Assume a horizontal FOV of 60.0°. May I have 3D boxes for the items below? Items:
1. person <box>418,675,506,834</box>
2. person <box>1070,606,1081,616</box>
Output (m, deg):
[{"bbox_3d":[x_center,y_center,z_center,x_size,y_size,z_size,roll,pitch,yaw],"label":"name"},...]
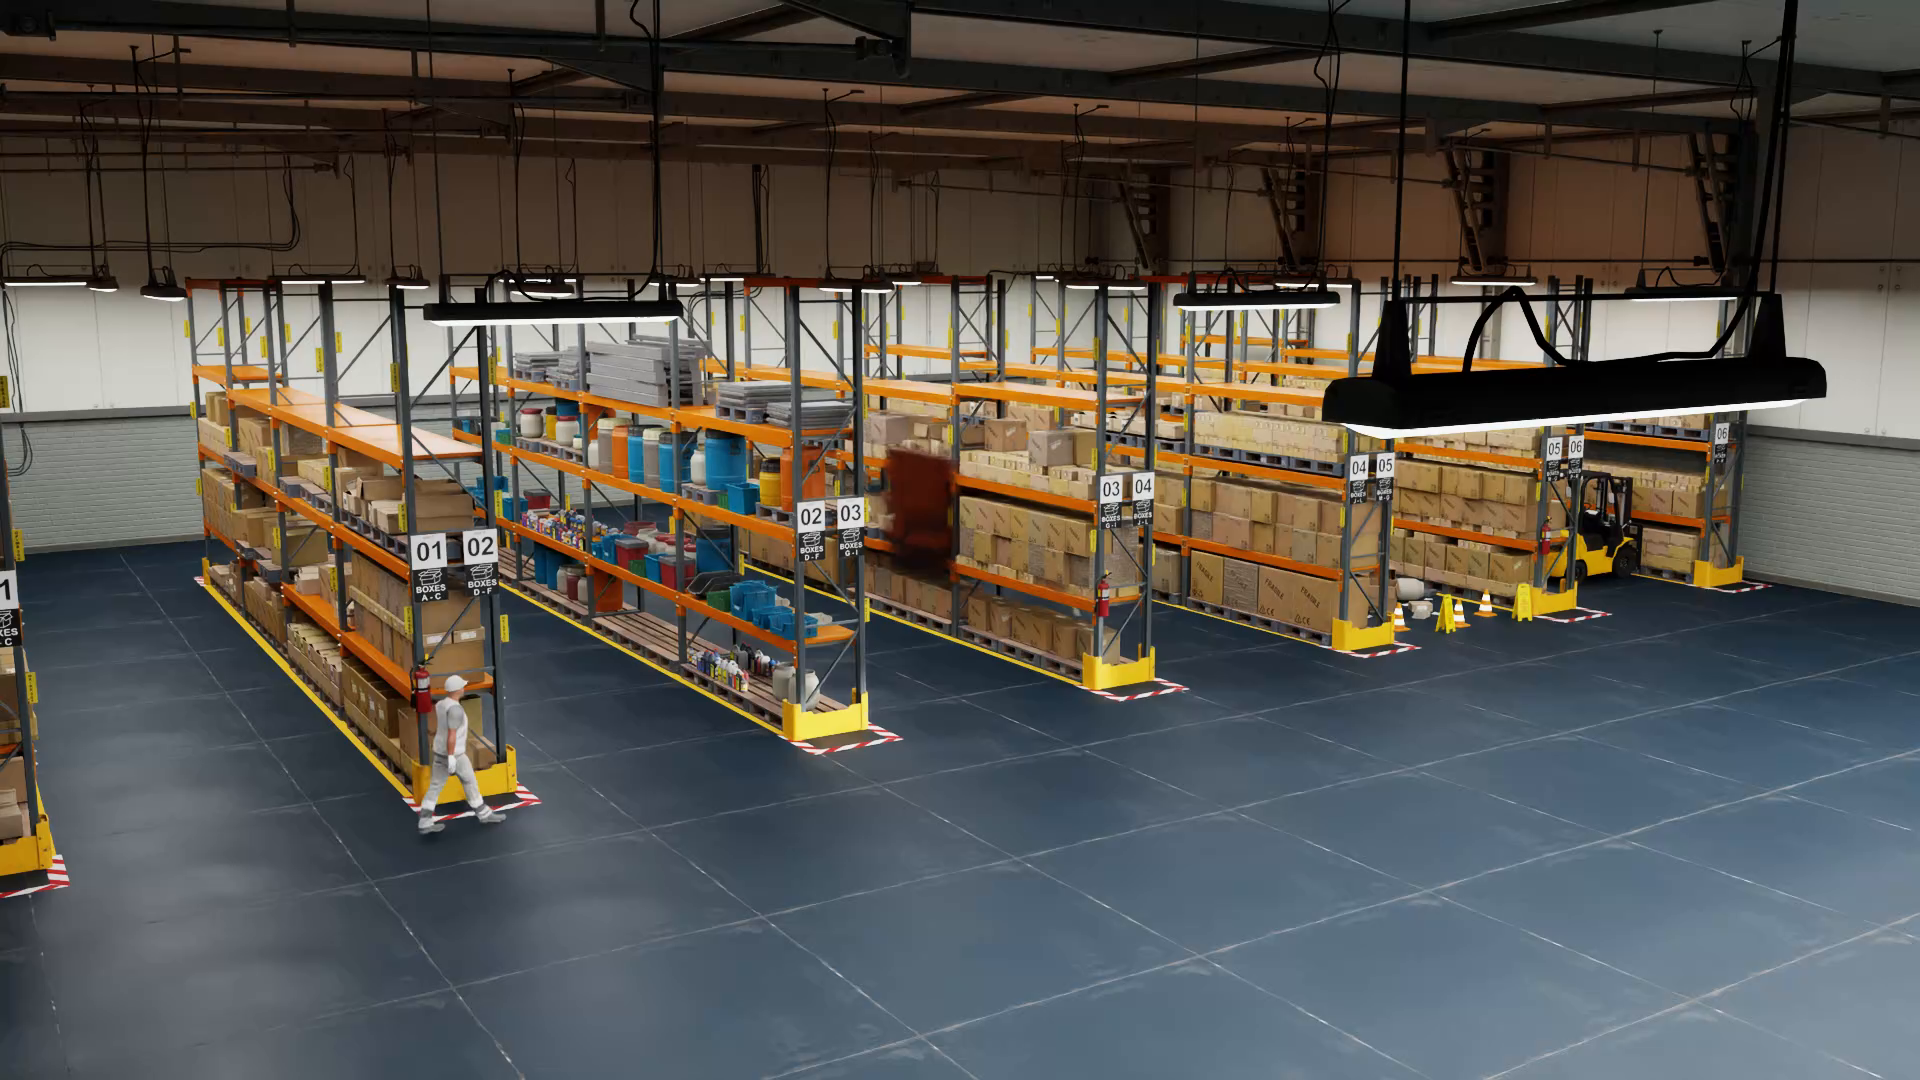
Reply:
[{"bbox_3d":[-5.629,2.362,18.591,0.966,1.727,0.590,-9,13,-42],"label":"person"},{"bbox_3d":[2.015,0.422,28.766,0.539,1.705,0.594,-4,10,-20],"label":"person"}]
